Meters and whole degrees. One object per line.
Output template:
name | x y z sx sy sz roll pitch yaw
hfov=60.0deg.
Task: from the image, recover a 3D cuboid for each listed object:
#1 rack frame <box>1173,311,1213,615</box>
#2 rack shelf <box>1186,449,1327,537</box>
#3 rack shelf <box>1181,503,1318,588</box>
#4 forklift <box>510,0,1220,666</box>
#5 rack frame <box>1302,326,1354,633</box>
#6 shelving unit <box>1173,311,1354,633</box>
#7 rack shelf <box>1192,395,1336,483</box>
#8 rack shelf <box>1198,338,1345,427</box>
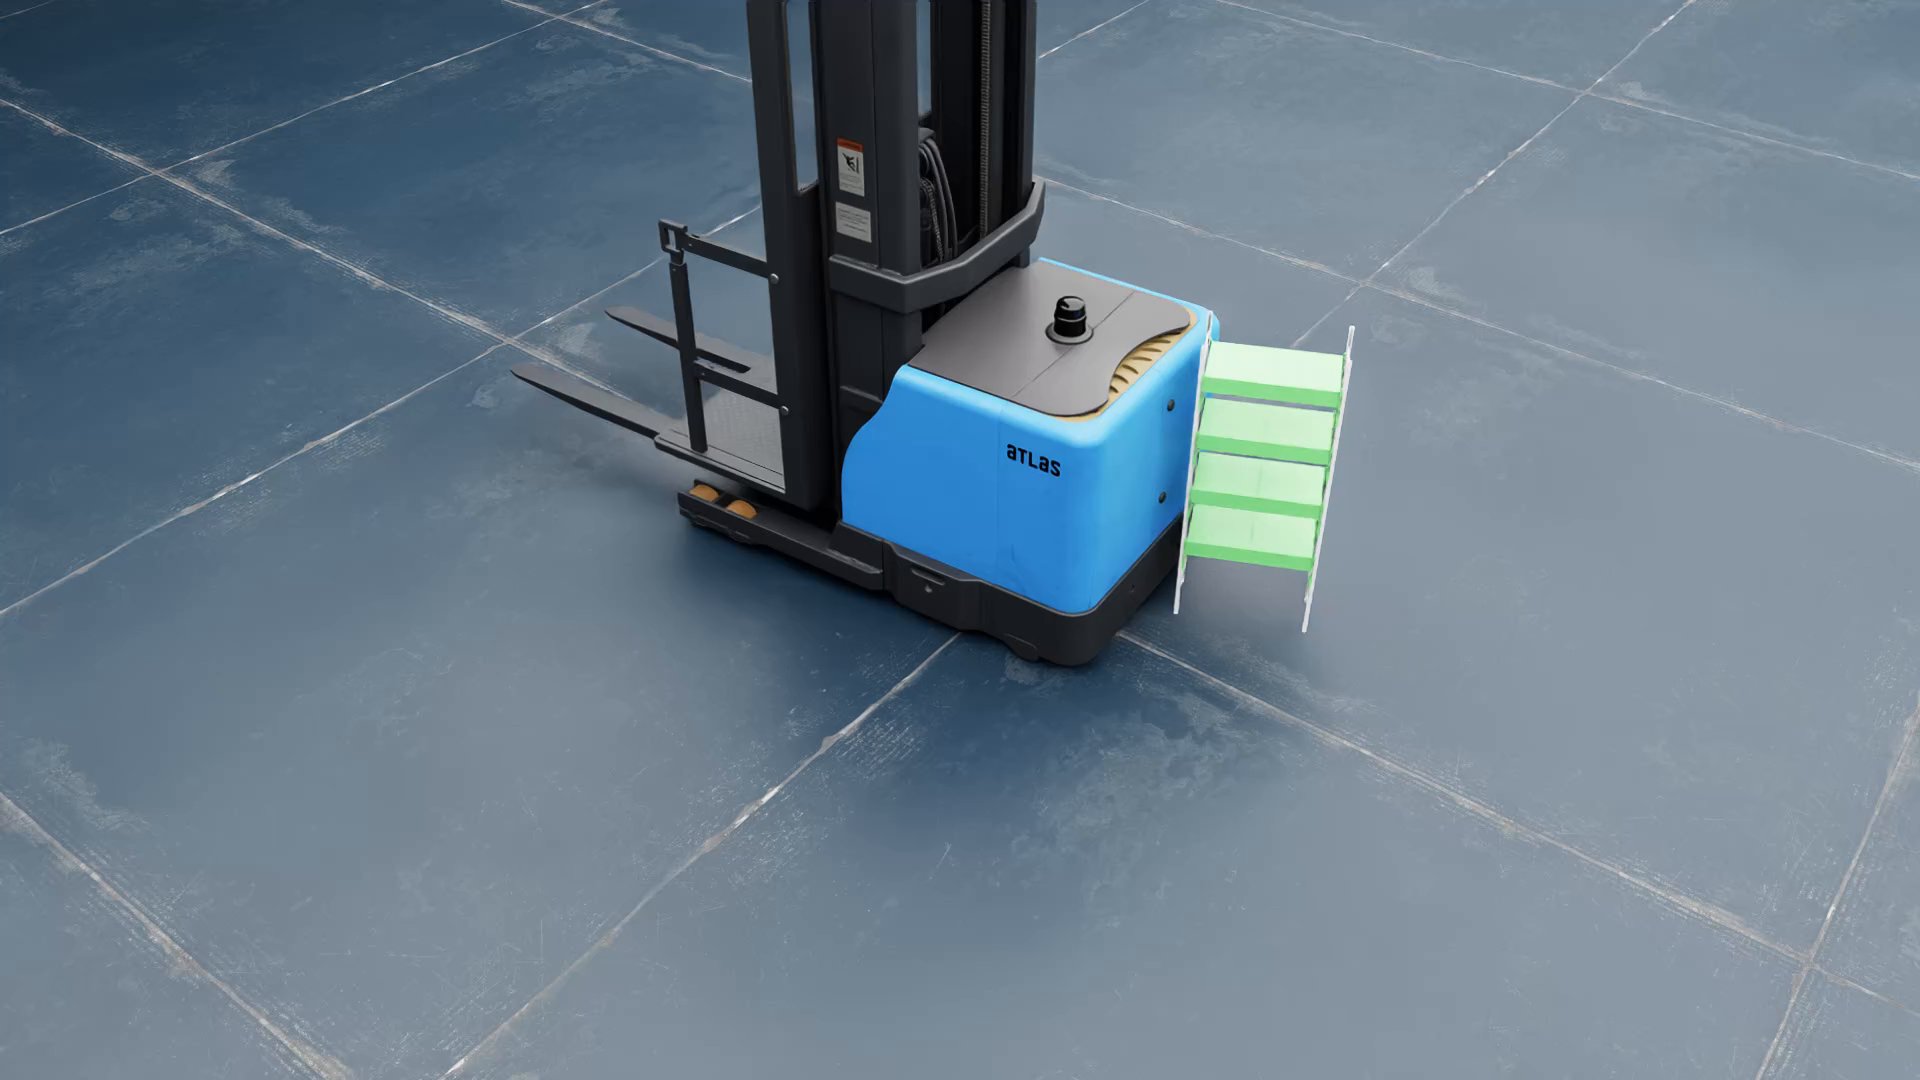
rack frame | 0.853 -0.258 6.107 0.015 1.200 0.240 8 39 10
rack shelf | 1.091 -0.175 6.104 0.480 0.148 0.258 8 39 10
rack shelf | 1.091 0.014 6.252 0.480 0.148 0.258 8 39 10
forklift | -0.545 -1.396 6.155 3.031 2.935 1.130 22 43 26
rack frame | 1.329 -0.193 6.023 0.015 1.200 0.240 8 39 10
shelving unit | 1.091 -0.226 6.065 0.503 1.200 0.258 8 39 10
rack shelf | 1.091 -0.364 5.956 0.480 0.148 0.258 8 39 10
rack shelf | 1.091 -0.553 5.808 0.480 0.148 0.258 8 39 10
